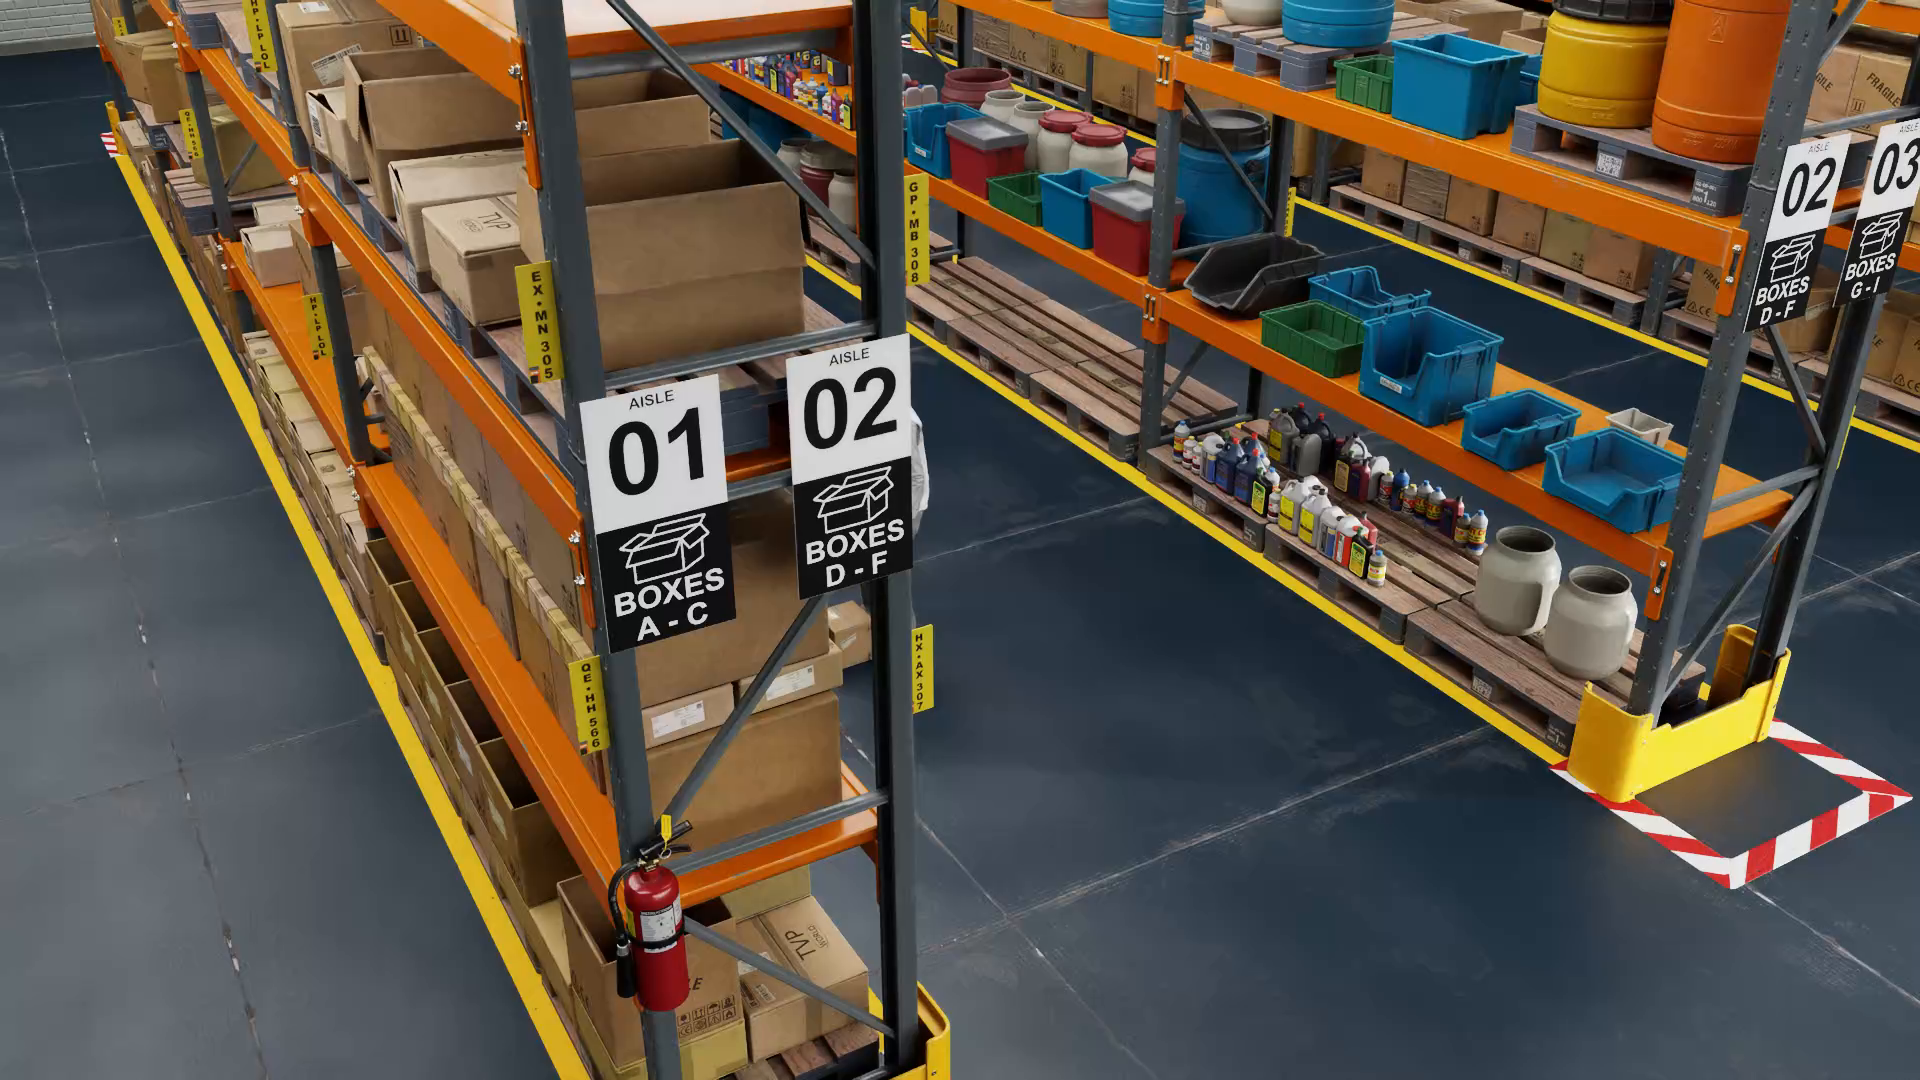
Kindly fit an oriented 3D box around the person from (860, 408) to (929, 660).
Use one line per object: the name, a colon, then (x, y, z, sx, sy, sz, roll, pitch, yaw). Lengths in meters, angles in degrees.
person: (-0.412, -0.204, 8.910, 0.463, 1.769, 0.593, -18, 33, -29)
